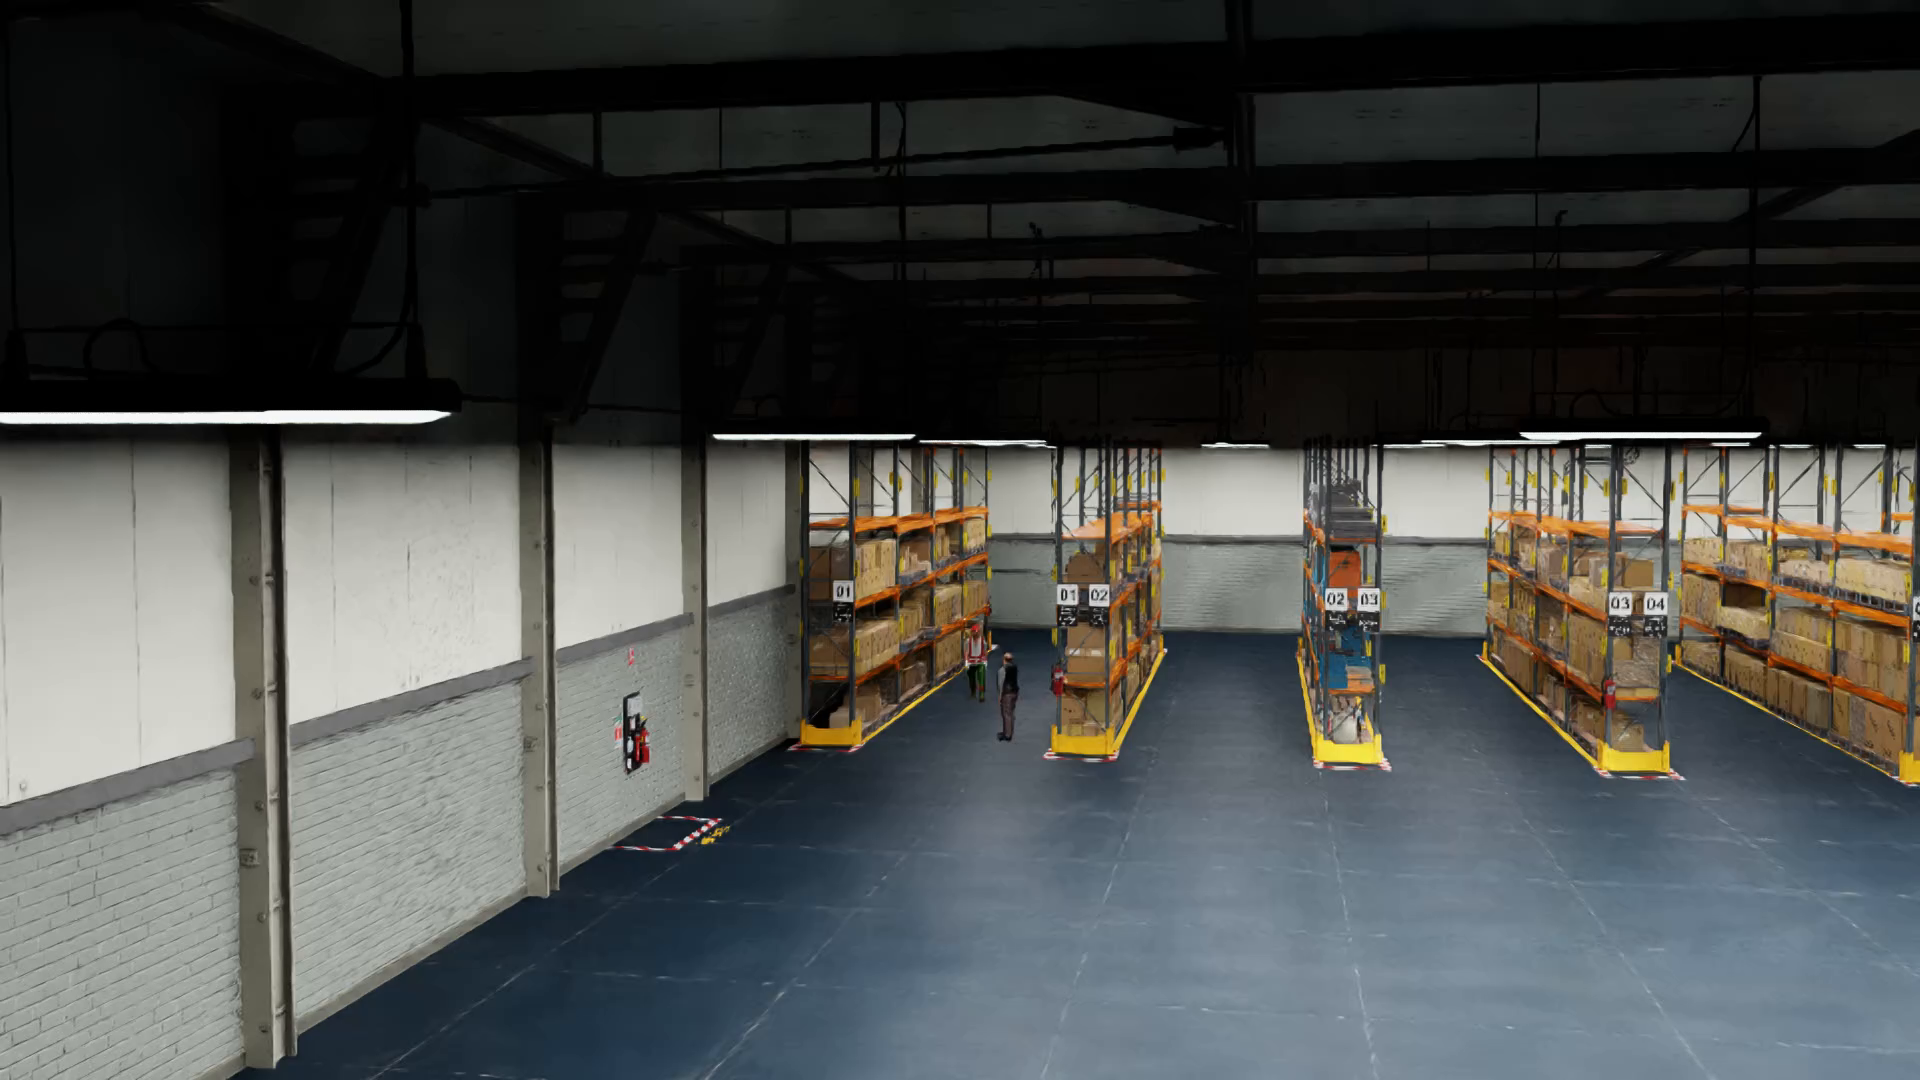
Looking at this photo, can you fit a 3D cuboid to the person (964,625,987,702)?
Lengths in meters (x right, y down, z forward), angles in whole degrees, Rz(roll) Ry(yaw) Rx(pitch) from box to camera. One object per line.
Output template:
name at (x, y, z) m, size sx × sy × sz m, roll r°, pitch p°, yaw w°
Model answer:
person at (0.353, 2.788, 37.936) m, size 0.527 × 1.714 × 1.028 m, roll 0°, pitch 3°, yaw 2°

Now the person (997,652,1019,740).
person at (0.902, 3.110, 32.941) m, size 0.499 × 1.636 × 0.578 m, roll 3°, pitch 4°, yaw 42°
